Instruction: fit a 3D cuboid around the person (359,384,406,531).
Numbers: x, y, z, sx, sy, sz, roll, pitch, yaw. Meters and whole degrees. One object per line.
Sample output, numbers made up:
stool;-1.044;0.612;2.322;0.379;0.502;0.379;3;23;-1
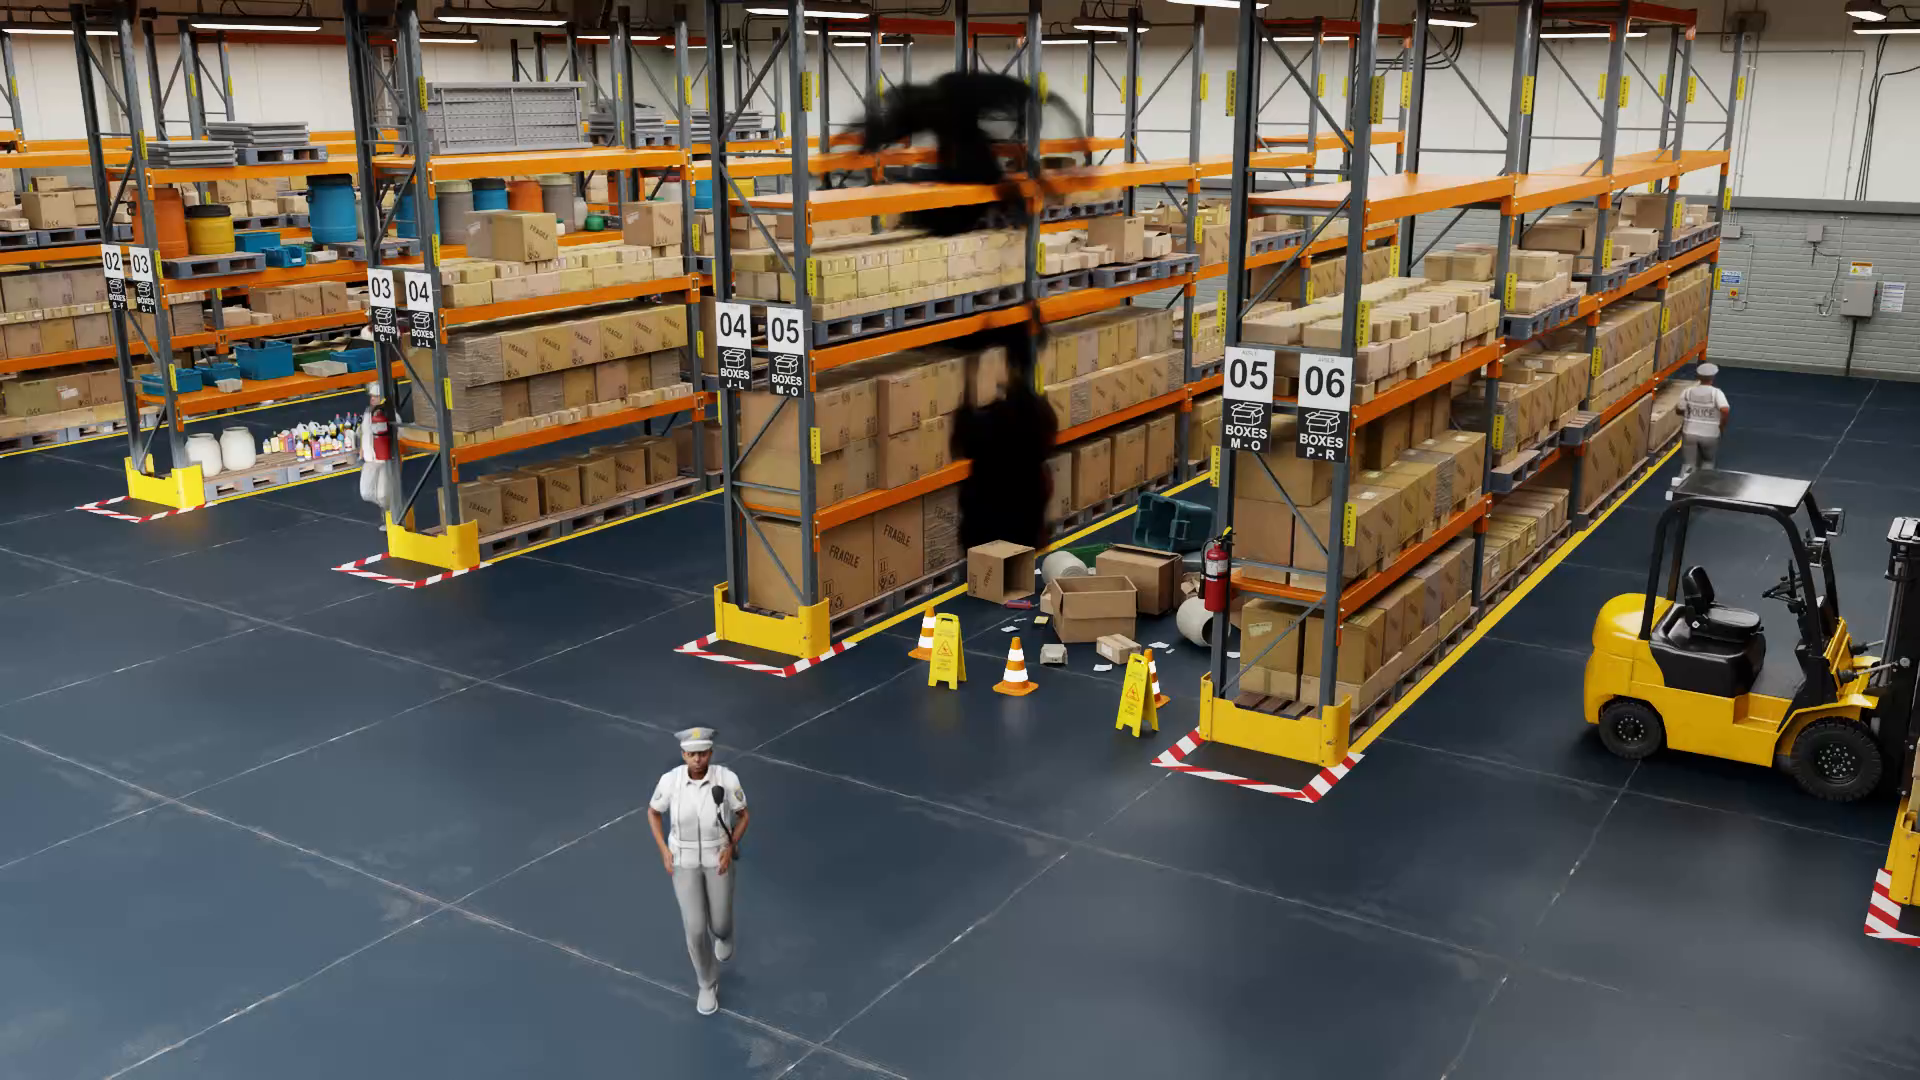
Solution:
person;-6.763;-0.949;19.406;0.655;1.723;0.598;5;16;17

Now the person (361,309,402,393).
person;-9.029;-2.732;25.847;0.699;1.745;0.771;6;17;22

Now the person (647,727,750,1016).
person;-1.493;1.824;9.572;0.586;1.682;0.654;-2;16;-7

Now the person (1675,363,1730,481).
person;9.115;-1.252;20.472;0.641;1.856;0.730;9;18;29

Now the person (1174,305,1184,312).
person;3.663;-2.990;26.738;0.751;1.644;1.072;8;18;27
